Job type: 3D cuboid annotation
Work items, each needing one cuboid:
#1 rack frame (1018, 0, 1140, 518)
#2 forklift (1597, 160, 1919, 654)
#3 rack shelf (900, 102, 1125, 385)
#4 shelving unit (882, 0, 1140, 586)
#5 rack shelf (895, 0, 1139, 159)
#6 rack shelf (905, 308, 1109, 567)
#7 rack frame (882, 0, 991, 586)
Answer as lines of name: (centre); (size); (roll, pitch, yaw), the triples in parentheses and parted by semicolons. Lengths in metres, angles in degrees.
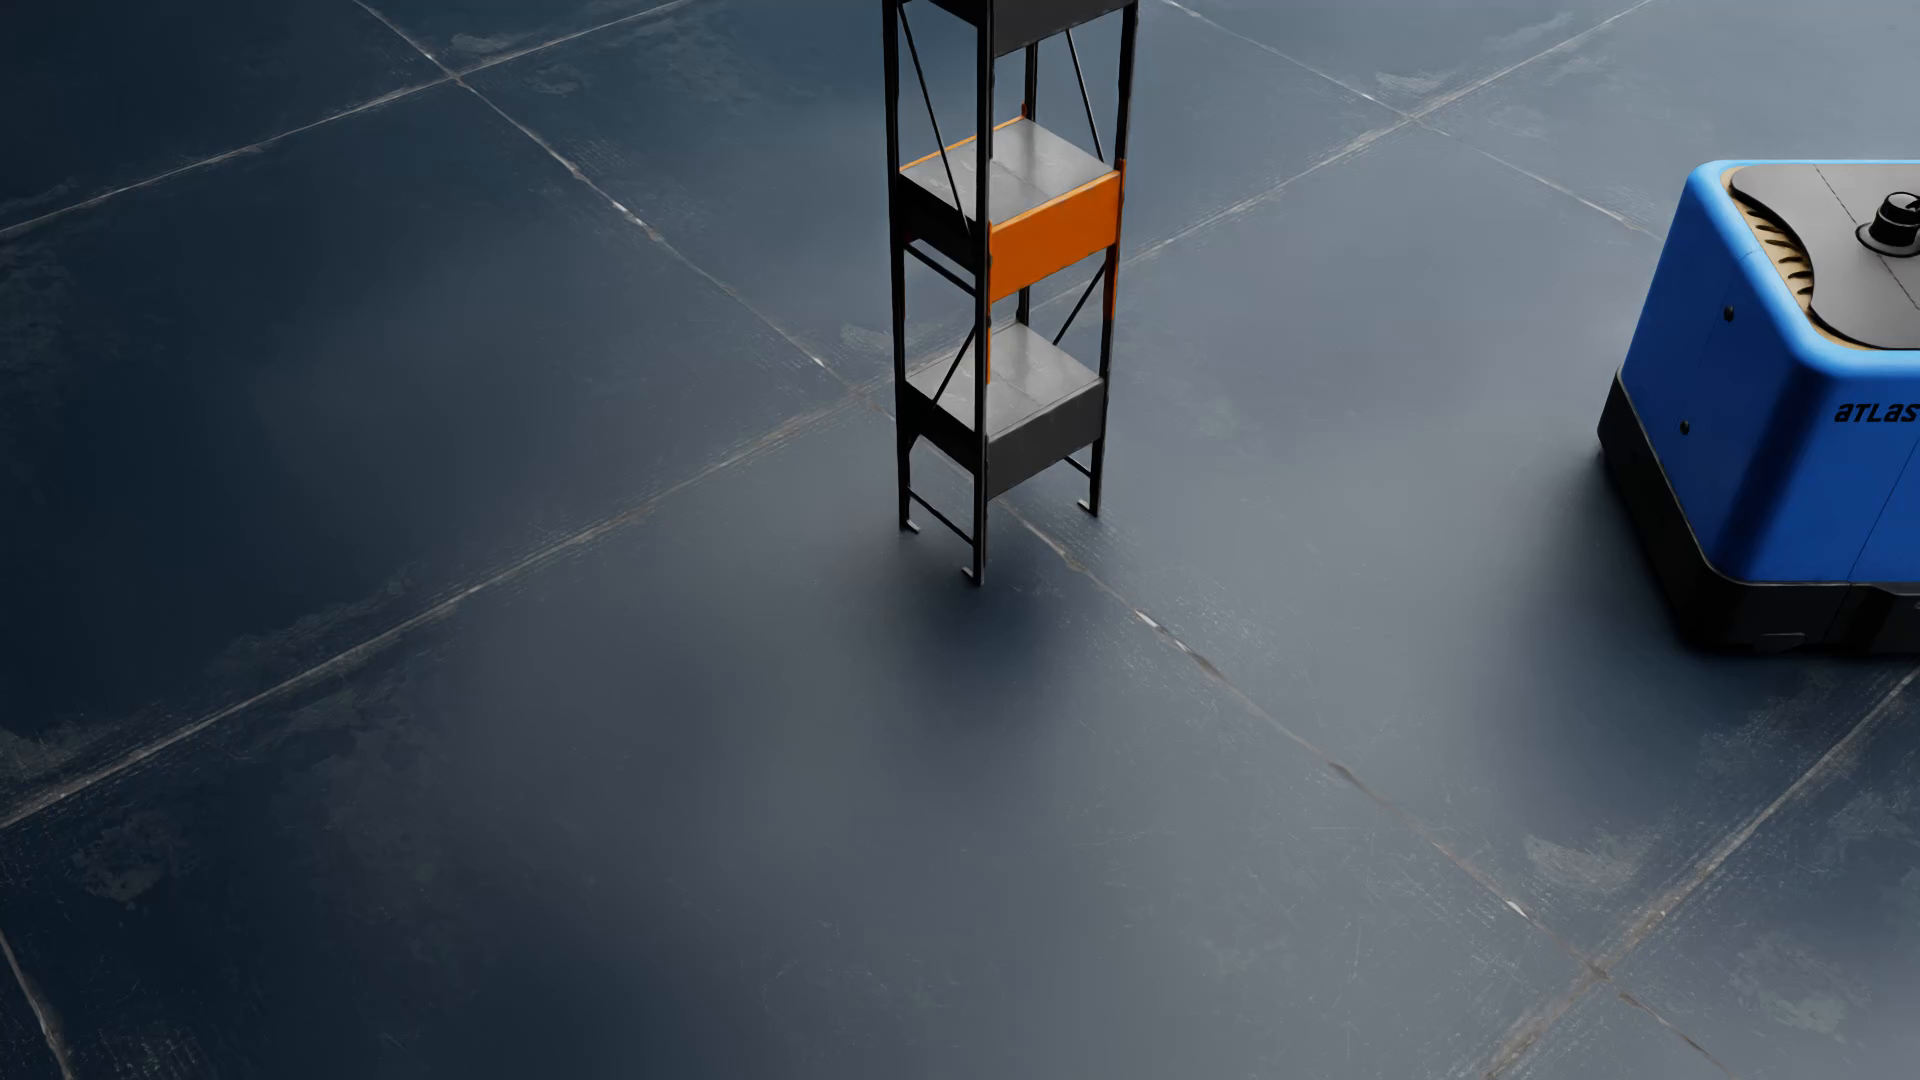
rack frame: (0.314, -0.945, 4.723); (0.015, 2.100, 0.400); (-30, 51, -28)
forklift: (3.630, -1.076, 4.255); (3.031, 2.935, 1.130); (0, 43, 0)
rack shelf: (0.127, -0.828, 4.618); (0.480, 0.518, 0.431); (-30, 51, -28)
shelving unit: (0.127, -0.838, 4.609); (0.503, 2.100, 0.431); (-30, 51, -28)
rack shelf: (0.127, -1.338, 4.139); (0.480, 0.518, 0.431); (-30, 51, -28)
rack shelf: (0.127, -0.318, 5.097); (0.480, 0.518, 0.431); (-30, 51, -28)
rack frame: (-0.060, -0.731, 4.494); (0.015, 2.100, 0.400); (-30, 51, -28)
